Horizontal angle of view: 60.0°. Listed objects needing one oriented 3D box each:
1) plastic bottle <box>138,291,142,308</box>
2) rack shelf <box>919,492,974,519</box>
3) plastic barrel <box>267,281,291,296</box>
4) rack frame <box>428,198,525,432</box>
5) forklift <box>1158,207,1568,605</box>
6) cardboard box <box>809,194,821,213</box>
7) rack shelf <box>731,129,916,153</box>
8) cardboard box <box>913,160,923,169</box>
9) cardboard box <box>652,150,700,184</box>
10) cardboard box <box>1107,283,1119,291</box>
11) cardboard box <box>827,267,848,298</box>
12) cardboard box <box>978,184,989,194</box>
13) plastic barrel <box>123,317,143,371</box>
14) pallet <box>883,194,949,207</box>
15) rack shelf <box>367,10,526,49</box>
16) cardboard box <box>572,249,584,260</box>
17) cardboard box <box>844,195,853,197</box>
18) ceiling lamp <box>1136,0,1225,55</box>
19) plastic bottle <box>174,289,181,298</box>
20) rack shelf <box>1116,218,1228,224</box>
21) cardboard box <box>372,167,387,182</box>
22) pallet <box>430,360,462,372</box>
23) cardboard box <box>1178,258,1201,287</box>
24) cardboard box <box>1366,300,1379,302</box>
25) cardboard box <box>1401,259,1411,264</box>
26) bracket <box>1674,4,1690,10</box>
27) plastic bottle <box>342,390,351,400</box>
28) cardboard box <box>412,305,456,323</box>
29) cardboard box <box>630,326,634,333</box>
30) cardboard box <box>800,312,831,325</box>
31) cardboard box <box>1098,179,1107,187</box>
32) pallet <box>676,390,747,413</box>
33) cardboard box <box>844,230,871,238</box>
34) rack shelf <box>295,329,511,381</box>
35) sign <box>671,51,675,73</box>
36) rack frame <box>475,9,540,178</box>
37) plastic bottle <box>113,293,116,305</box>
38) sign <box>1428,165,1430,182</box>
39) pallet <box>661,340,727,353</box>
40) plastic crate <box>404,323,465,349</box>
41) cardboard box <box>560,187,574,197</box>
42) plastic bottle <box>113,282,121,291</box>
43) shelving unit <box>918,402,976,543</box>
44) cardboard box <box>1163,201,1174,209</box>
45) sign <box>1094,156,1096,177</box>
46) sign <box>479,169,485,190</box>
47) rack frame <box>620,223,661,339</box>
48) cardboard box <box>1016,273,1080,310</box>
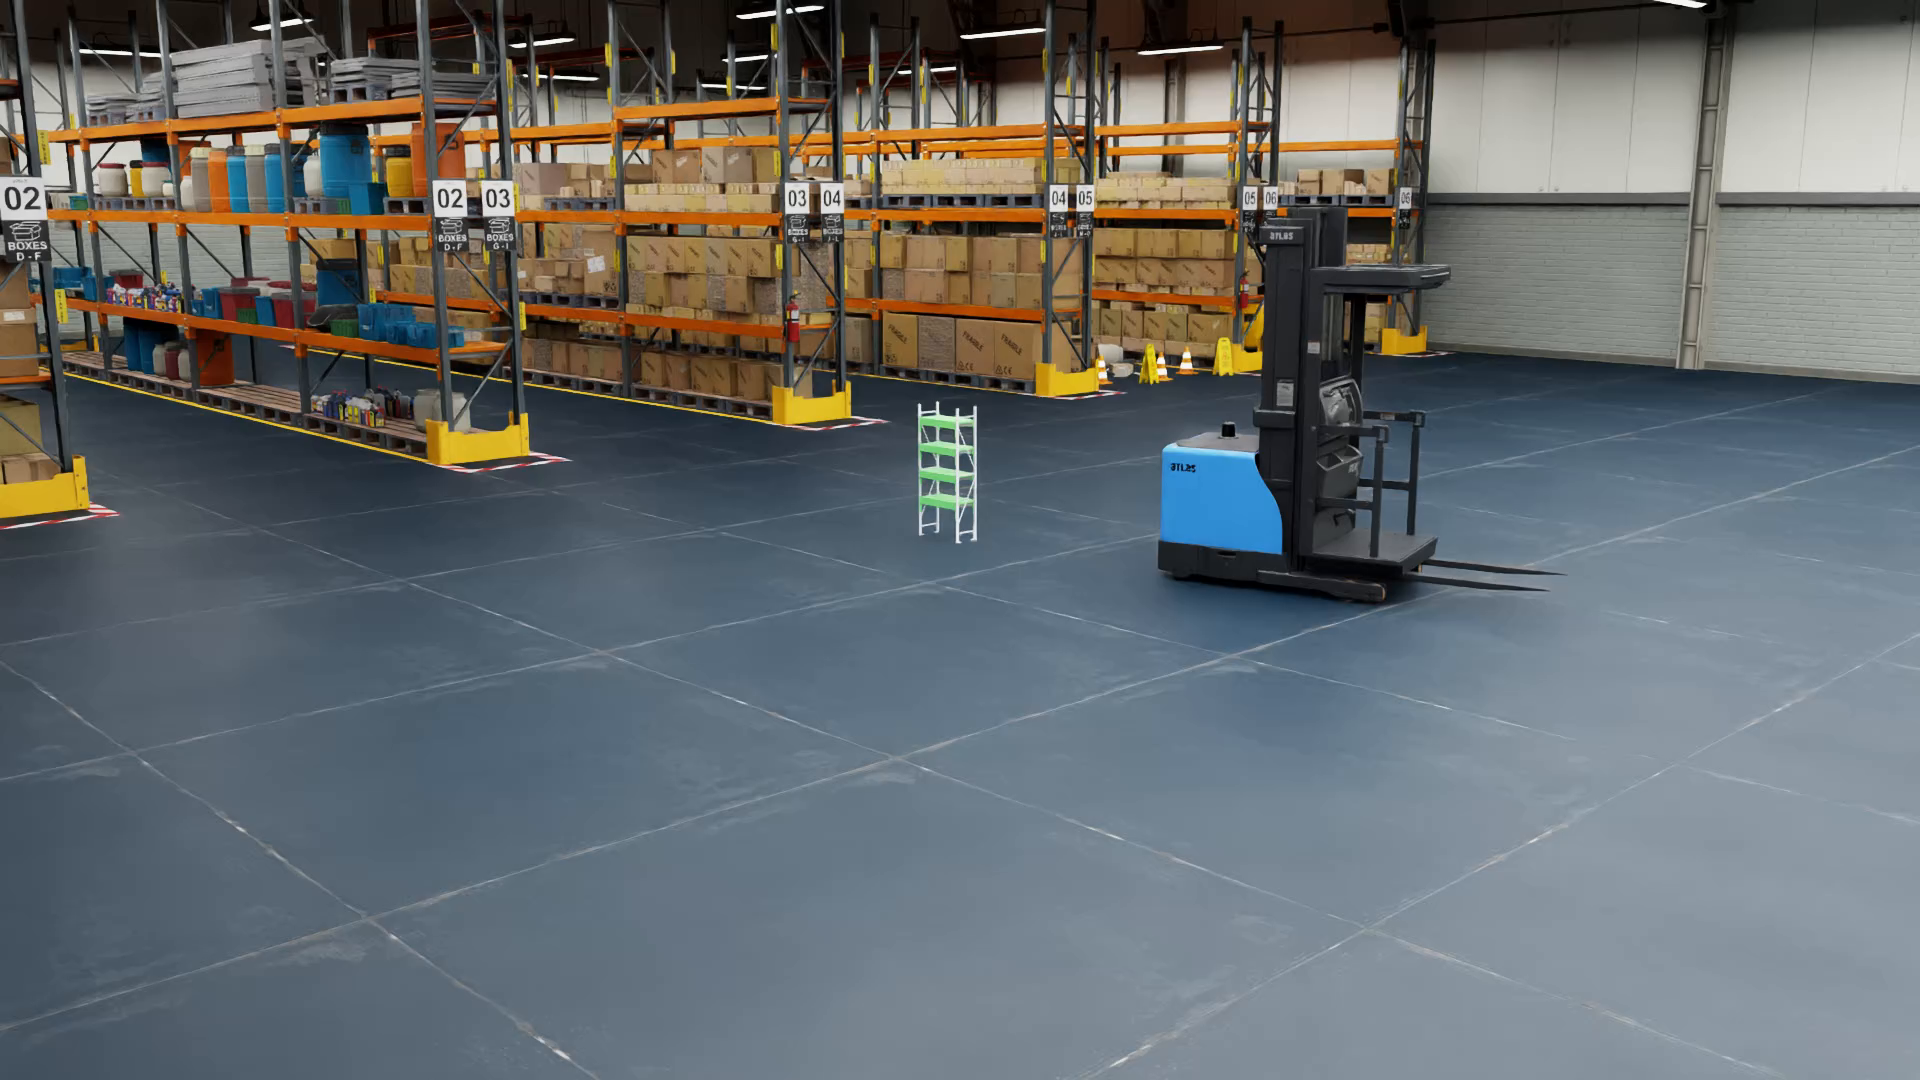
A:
[{"bbox_3d":[-12.881,-3.788,26.181,0.097,0.271,0.097,0,12,0],"label":"plastic bottle"},{"bbox_3d":[-0.114,-0.314,14.969,0.258,0.148,0.480,-11,16,-43],"label":"rack shelf"},{"bbox_3d":[-9.635,-3.415,23.715,0.433,0.535,0.433,0,12,0],"label":"plastic barrel"},{"bbox_3d":[-5.565,-2.424,19.243,1.000,3.000,0.127,-11,16,-43],"label":"rack frame"},{"bbox_3d":[3.132,-1.065,12.817,3.031,2.935,1.130,7,13,30],"label":"forklift"},{"bbox_3d":[-2.129,-4.616,22.822,0.500,0.250,0.500,-10,15,-41],"label":"cardboard box"},{"bbox_3d":[-2.470,-7.056,29.635,1.077,0.370,4.000,-11,16,-43],"label":"rack shelf"},{"bbox_3d":[-0.556,-6.154,27.273,0.380,0.149,0.250,-11,16,-43],"label":"cardboard box"},{"bbox_3d":[-4.250,-5.576,24.887,0.500,0.500,0.500,11,16,43],"label":"cardboard box"},{"bbox_3d":[2.970,-4.760,31.205,0.380,0.149,0.250,-10,15,-41],"label":"cardboard box"},{"bbox_3d":[-1.991,-4.536,29.247,0.500,0.500,0.500,-11,16,-43],"label":"cardboard box"},{"bbox_3d":[0.496,-5.541,26.274,0.380,0.149,0.250,-11,16,-43],"label":"cardboard box"},{"bbox_3d":[-13.489,-3.271,27.516,0.600,0.901,0.708,-11,16,-43],"label":"plastic barrel"},{"bbox_3d":[-0.531,-5.679,27.830,1.003,0.211,1.213,-11,16,-43],"label":"pallet"},{"bbox_3d":[-8.889,-8.787,28.809,1.077,0.370,4.000,-11,16,-43],"label":"rack shelf"},{"bbox_3d":[-7.852,-5.917,35.210,0.500,0.500,0.500,-11,16,-43],"label":"cardboard box"},{"bbox_3d":[-2.482,-7.573,36.342,0.250,0.166,0.380,10,16,41],"label":"cardboard box"},{"bbox_3d":[4.515,-11.242,32.711,0.800,3.185,2.000,-11,16,-43],"label":"ceiling lamp"},{"bbox_3d":[-12.570,-3.899,26.723,0.097,0.271,0.097,0,12,0],"label":"plastic bottle"},{"bbox_3d":[4.628,-7.180,36.676,1.077,0.370,4.000,-11,16,-43],"label":"rack shelf"},{"bbox_3d":[-10.854,-6.744,31.242,0.500,0.500,0.700,11,16,42],"label":"cardboard box"},{"bbox_3d":[-8.836,-3.220,30.015,1.003,0.211,1.213,-11,16,-43],"label":"pallet"},{"bbox_3d":[4.268,-4.804,29.812,0.500,0.500,0.500,-11,16,-42],"label":"cardboard box"},{"bbox_3d":[8.229,-4.705,33.610,0.500,0.250,0.500,-11,16,-42],"label":"cardboard box"},{"bbox_3d":[8.630,-5.347,33.185,0.500,0.500,0.500,-10,15,-41],"label":"cardboard box"},{"bbox_3d":[12.543,-9.251,28.594,0.235,0.232,0.430,-11,16,-43],"label":"bracket"},{"bbox_3d":[-7.966,-1.770,21.545,0.144,0.351,0.185,-11,16,-43],"label":"plastic bottle"},{"bbox_3d":[-9.196,-3.810,30.194,0.875,0.875,1.225,11,16,43],"label":"cardboard box"},{"bbox_3d":[-6.816,-4.488,35.286,0.380,0.149,0.250,-10,15,-41],"label":"cardboard box"},{"bbox_3d":[-2.008,-3.066,22.982,0.380,0.149,0.250,-11,16,-43],"label":"cardboard box"},{"bbox_3d":[2.780,-6.650,30.971,0.250,0.149,0.380,11,16,43],"label":"cardboard box"},{"bbox_3d":[-3.409,-2.061,24.392,1.003,0.211,1.213,-11,16,-43],"label":"pallet"},{"bbox_3d":[-2.291,-6.537,36.481,0.500,0.500,0.500,11,16,44],"label":"cardboard box"},{"bbox_3d":[-6.947,-2.364,20.733,1.077,0.370,4.000,-11,16,-43],"label":"rack shelf"},{"bbox_3d":[-4.340,-7.205,25.073,0.100,0.325,0.005,-11,16,-43],"label":"sign"},{"bbox_3d":[-7.508,-7.220,27.655,1.000,3.000,0.127,-11,16,-43],"label":"rack frame"},{"bbox_3d":[-13.723,-3.931,27.052,0.097,0.201,0.097,0,12,0],"label":"plastic bottle"},{"bbox_3d":[9.177,-7.200,32.629,0.100,0.325,0.005,-11,16,-43],"label":"sign"},{"bbox_3d":[-5.228,-3.885,33.244,1.003,0.211,1.213,-11,16,-43],"label":"pallet"},{"bbox_3d":[-6.128,-2.383,19.411,0.499,0.251,0.616,-11,16,-43],"label":"plastic crate"},{"bbox_3d":[-6.113,-5.518,26.366,0.250,0.166,0.380,11,16,44],"label":"cardboard box"},{"bbox_3d":[-13.816,-4.049,27.252,0.144,0.351,0.185,-11,16,-43],"label":"plastic bottle"},{"bbox_3d":[-0.114,-0.612,14.908,0.258,1.200,0.503,-11,16,-43],"label":"shelving unit"},{"bbox_3d":[3.871,-6.045,30.009,0.250,0.149,0.380,11,16,44],"label":"cardboard box"},{"bbox_3d":[2.079,-5.803,25.849,0.100,0.325,0.005,-11,16,-43],"label":"sign"},{"bbox_3d":[-7.915,-5.967,27.528,0.100,0.325,0.005,-11,16,-43],"label":"sign"},{"bbox_3d":[-6.613,-5.542,34.377,1.000,3.000,0.127,-11,16,-43],"label":"rack frame"},{"bbox_3d":[1.385,-3.912,26.094,0.875,0.550,0.550,-11,16,-43],"label":"cardboard box"}]
